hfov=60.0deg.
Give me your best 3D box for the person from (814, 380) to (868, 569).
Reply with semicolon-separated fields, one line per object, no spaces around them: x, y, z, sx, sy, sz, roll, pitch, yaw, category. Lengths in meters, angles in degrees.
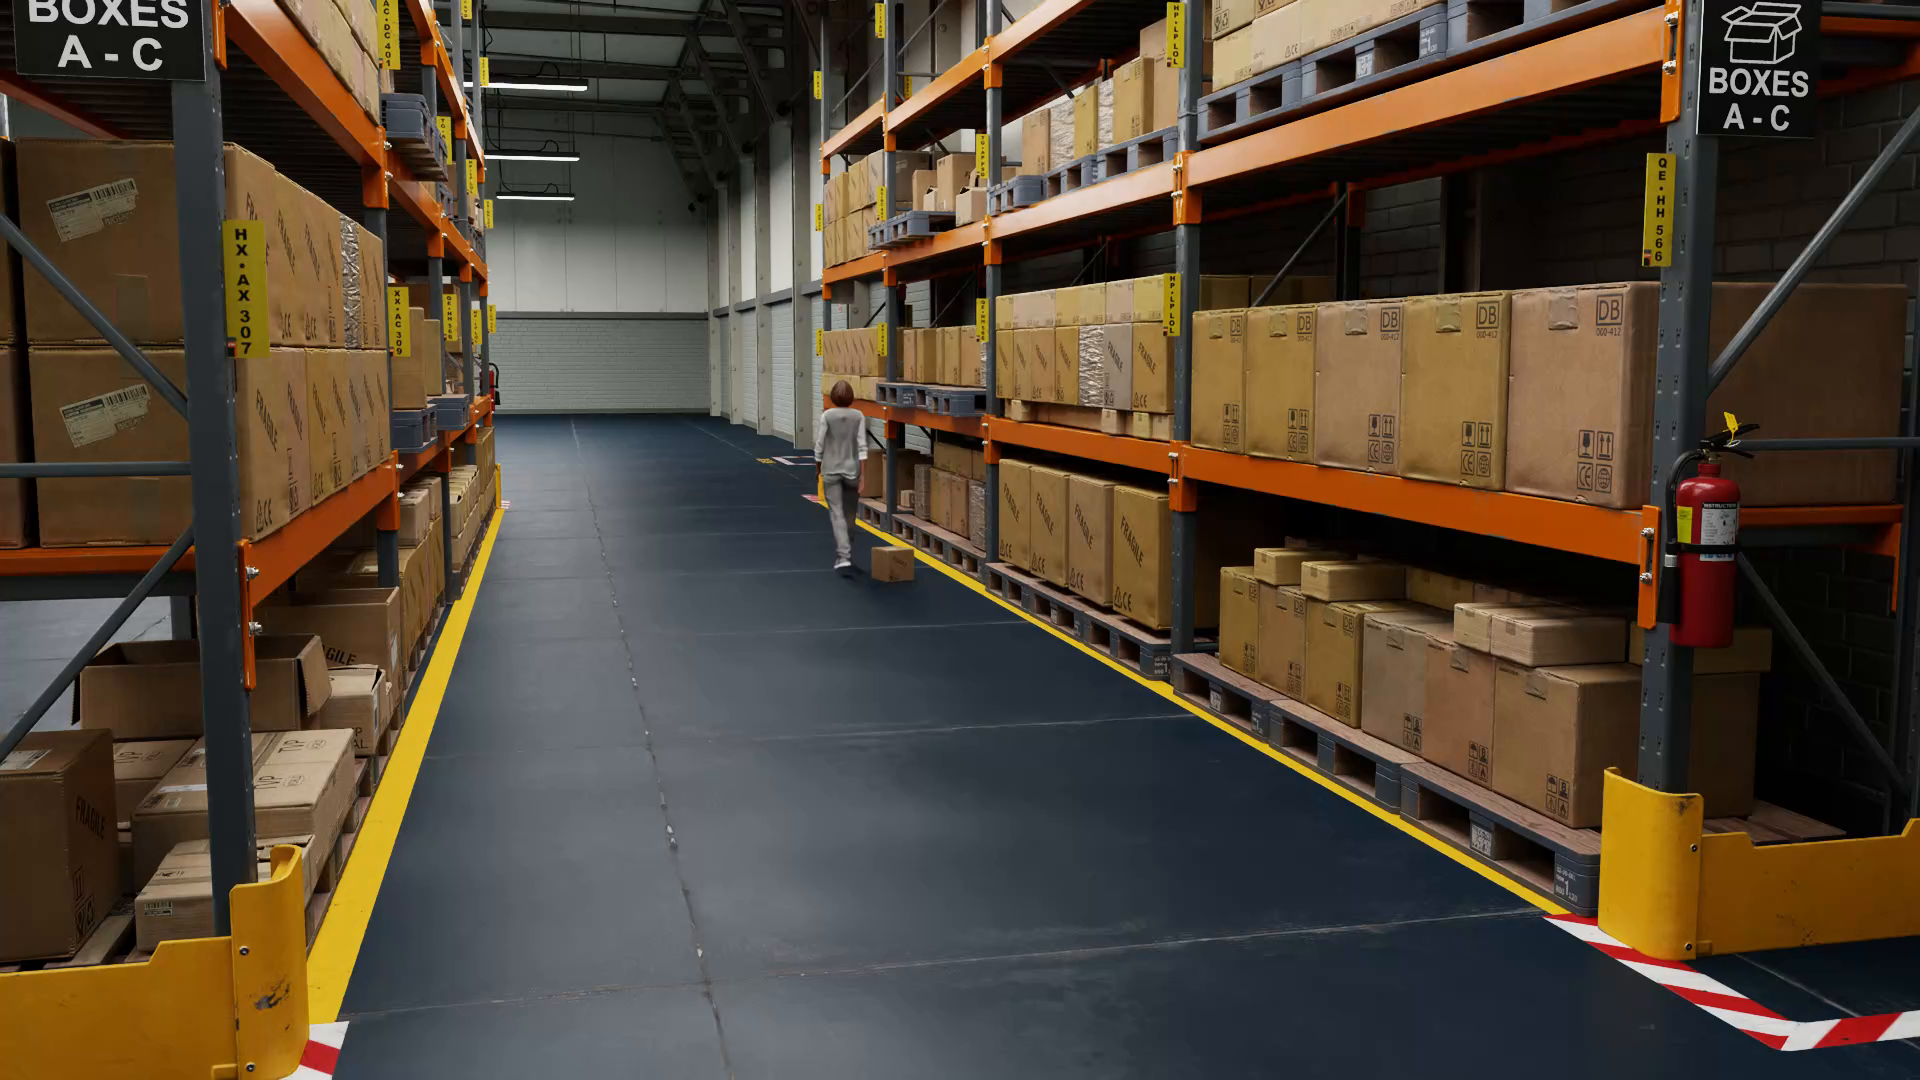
-0.984;-0.546;13.717;0.419;1.543;0.938;-2;7;-14;person
